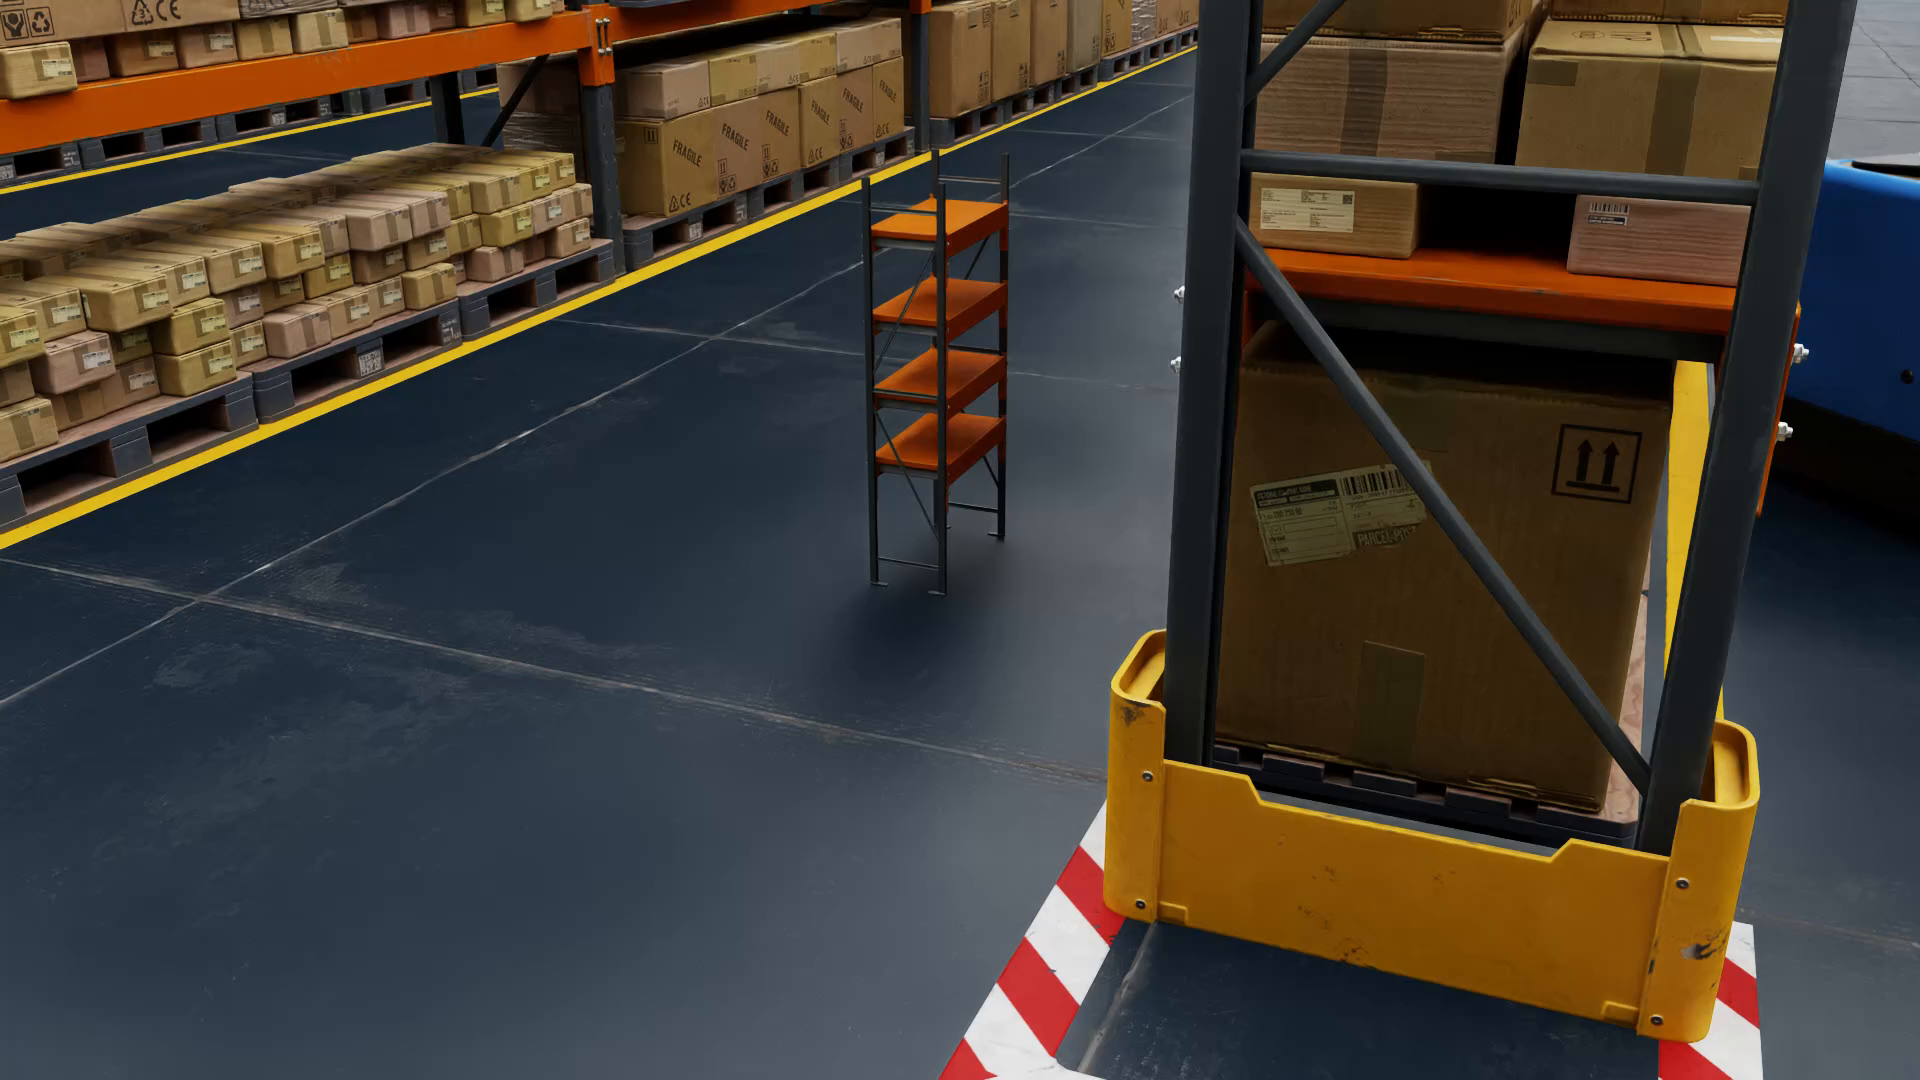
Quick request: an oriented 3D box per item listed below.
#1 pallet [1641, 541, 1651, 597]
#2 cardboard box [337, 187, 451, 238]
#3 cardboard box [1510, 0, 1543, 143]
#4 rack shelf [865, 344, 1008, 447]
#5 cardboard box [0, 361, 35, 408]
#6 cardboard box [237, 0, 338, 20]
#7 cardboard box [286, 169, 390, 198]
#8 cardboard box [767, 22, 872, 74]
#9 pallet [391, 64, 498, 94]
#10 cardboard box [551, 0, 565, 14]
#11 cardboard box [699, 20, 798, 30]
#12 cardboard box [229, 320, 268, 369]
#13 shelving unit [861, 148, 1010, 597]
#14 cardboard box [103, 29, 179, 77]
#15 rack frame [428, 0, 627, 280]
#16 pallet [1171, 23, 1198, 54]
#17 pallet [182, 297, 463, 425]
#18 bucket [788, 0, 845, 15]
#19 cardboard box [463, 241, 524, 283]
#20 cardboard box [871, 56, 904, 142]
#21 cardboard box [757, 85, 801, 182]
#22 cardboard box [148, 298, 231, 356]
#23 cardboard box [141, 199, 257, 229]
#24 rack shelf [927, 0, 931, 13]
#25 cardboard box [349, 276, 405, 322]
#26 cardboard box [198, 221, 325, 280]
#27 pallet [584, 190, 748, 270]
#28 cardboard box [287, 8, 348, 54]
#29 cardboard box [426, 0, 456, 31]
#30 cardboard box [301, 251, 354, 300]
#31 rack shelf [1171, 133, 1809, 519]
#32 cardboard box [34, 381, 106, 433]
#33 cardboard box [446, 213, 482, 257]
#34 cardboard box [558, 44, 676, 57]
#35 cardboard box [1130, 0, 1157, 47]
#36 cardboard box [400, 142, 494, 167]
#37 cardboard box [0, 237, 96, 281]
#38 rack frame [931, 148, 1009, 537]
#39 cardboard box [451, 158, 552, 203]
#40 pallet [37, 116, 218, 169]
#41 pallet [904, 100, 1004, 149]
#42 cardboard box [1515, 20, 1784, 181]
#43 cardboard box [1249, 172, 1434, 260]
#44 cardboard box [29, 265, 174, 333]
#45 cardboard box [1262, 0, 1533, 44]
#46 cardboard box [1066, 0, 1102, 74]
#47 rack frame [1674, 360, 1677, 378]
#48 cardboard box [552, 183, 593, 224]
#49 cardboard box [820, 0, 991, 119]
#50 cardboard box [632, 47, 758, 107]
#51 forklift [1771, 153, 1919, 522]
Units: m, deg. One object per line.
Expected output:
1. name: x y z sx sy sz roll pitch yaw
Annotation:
1. pallet: 1.572 -0.054 5.105 1.003 0.211 1.213 9 24 20
2. cardboard box: -2.407 -1.395 7.080 0.380 0.149 0.250 8 24 17
3. cardboard box: 1.016 -1.069 3.727 0.500 0.250 0.500 8 24 19
4. rack shelf: -0.061 -0.432 4.903 0.258 0.148 0.480 9 24 20
5. cardboard box: -3.242 -0.521 5.373 0.380 0.149 0.250 10 25 22
6. cardboard box: -2.699 -2.211 6.136 0.500 0.500 0.500 8 24 19
7. cardboard box: -2.790 -1.561 7.477 0.380 0.149 0.250 8 24 19
8. cardboard box: -0.891 -3.139 10.599 0.500 0.250 0.500 9 24 21
9. pallet: -4.590 -4.318 15.313 1.003 0.211 1.213 9 24 20
10. cardboard box: -2.077 -2.534 7.752 0.380 0.149 0.250 8 24 19
11. cardboard box: -1.372 -3.210 10.769 0.500 0.250 0.500 8 24 19
12. cardboard box: -2.873 -0.750 6.309 0.380 0.149 0.250 9 24 20
13. shelving unit: -0.061 -0.494 4.877 0.258 1.200 0.503 9 24 20
14. cardboard box: -2.952 -1.699 5.752 0.380 0.149 0.250 9 24 20
15. rack frame: -2.189 -2.786 8.028 1.000 3.000 0.127 9 24 20
16. pallet: 2.044 -5.496 18.134 1.003 0.211 1.213 9 24 20
17. pallet: -2.857 -0.816 6.929 1.003 0.211 1.213 9 24 20
18. bucket: -1.307 -5.218 16.127 0.726 0.611 0.620 19 39 38
19. cardboard box: -2.230 -1.290 7.601 0.380 0.149 0.250 8 24 18
20. cardboard box: -0.705 -2.985 11.202 0.500 0.500 0.500 9 24 20
21. cardboard box: -1.291 -2.432 9.878 0.500 0.500 0.500 9 24 21
22. cardboard box: -2.883 -0.787 6.011 0.380 0.149 0.250 10 25 22
23. cardboard box: -3.113 -1.290 6.828 0.380 0.149 0.250 9 24 20
24. rack shelf: 0.040 -4.601 13.307 1.077 0.370 4.000 9 24 20
25. cardboard box: -2.562 -1.021 6.957 0.380 0.149 0.250 9 24 21
26. cardboard box: -2.694 -1.120 6.422 0.380 0.149 0.250 9 24 21
27. pallet: -1.901 -1.778 9.233 1.003 0.211 1.213 9 24 20
28. cardboard box: -2.591 -1.965 6.387 0.380 0.149 0.250 9 24 21
29. cardboard box: -2.386 -2.257 7.088 0.380 0.149 0.250 8 24 19
30. cardboard box: -2.700 -1.094 6.746 0.380 0.149 0.250 10 25 23
31. rack shelf: 1.636 -0.992 4.667 1.077 0.370 4.000 9 24 20
32. cardboard box: -3.162 -0.480 5.661 0.380 0.149 0.250 9 24 20
33. cardboard box: -2.367 -1.371 7.408 0.380 0.149 0.250 9 24 21
34. cardboard box: -1.943 -2.657 9.445 0.500 0.250 0.500 10 25 23
35. cardboard box: 1.413 -5.400 16.499 0.875 0.875 0.875 9 24 20
36. cardboard box: -2.509 -1.845 8.158 0.380 0.149 0.250 10 25 22
37. cardboard box: -3.433 -1.009 6.157 0.380 0.149 0.250 8 24 18
38. rack frame: 0.029 -0.582 5.086 0.240 1.200 0.015 9 24 20
39. cardboard box: -2.137 -1.677 7.755 0.380 0.149 0.250 9 24 21
40. pallet: -6.154 -2.897 11.911 1.003 0.211 1.213 9 24 20
41. pallet: -0.340 -3.202 12.642 1.003 0.211 1.213 9 24 20
42. cardboard box: 1.322 -0.809 3.105 0.500 0.250 0.500 8 24 19
43. cardboard box: 0.720 -0.667 3.281 0.380 0.149 0.250 9 24 21
44. cardboard box: -2.961 -0.834 5.737 0.380 0.149 0.250 9 24 20
45. cardboard box: 0.830 -1.234 3.149 0.500 0.500 0.500 9 24 21
46. cardboard box: 0.636 -4.569 14.672 1.050 0.750 0.750 9 24 20
47. rack frame: 2.379 -2.040 6.241 1.000 3.000 0.127 9 24 20
48. cardboard box: -2.011 -1.643 8.060 0.380 0.149 0.250 9 24 21
49. cardboard box: -0.393 -3.578 12.298 1.050 0.750 0.750 8 24 19
50. cardboard box: -1.473 -2.590 9.284 0.500 0.250 0.500 9 24 22
51. forklift: 4.318 -1.640 5.373 3.031 2.935 1.130 -9 24 -20
